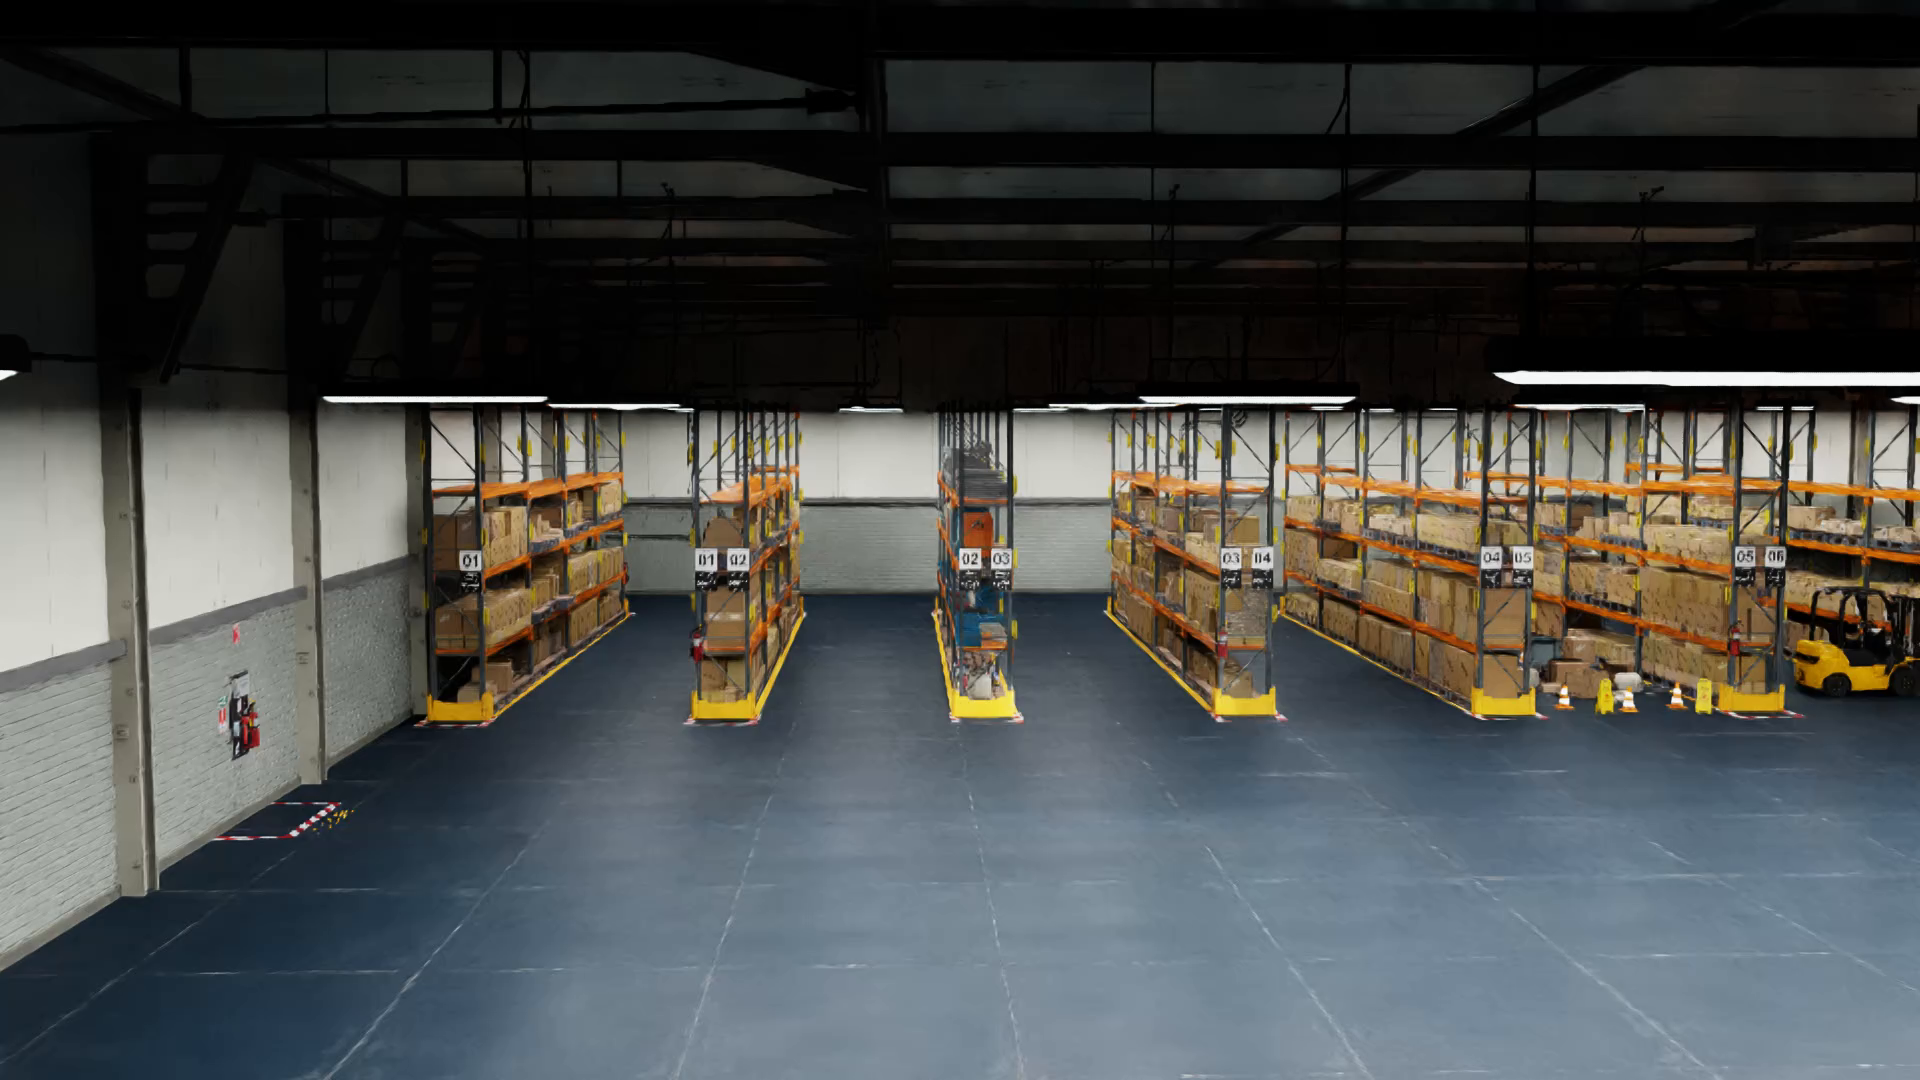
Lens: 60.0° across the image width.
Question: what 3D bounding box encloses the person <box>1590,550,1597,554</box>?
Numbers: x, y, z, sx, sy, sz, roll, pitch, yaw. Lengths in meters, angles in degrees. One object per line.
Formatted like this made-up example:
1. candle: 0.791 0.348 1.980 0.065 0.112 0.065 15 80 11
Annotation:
1. person: 18.655 1.145 49.009 0.618 1.725 0.925 2 5 29
